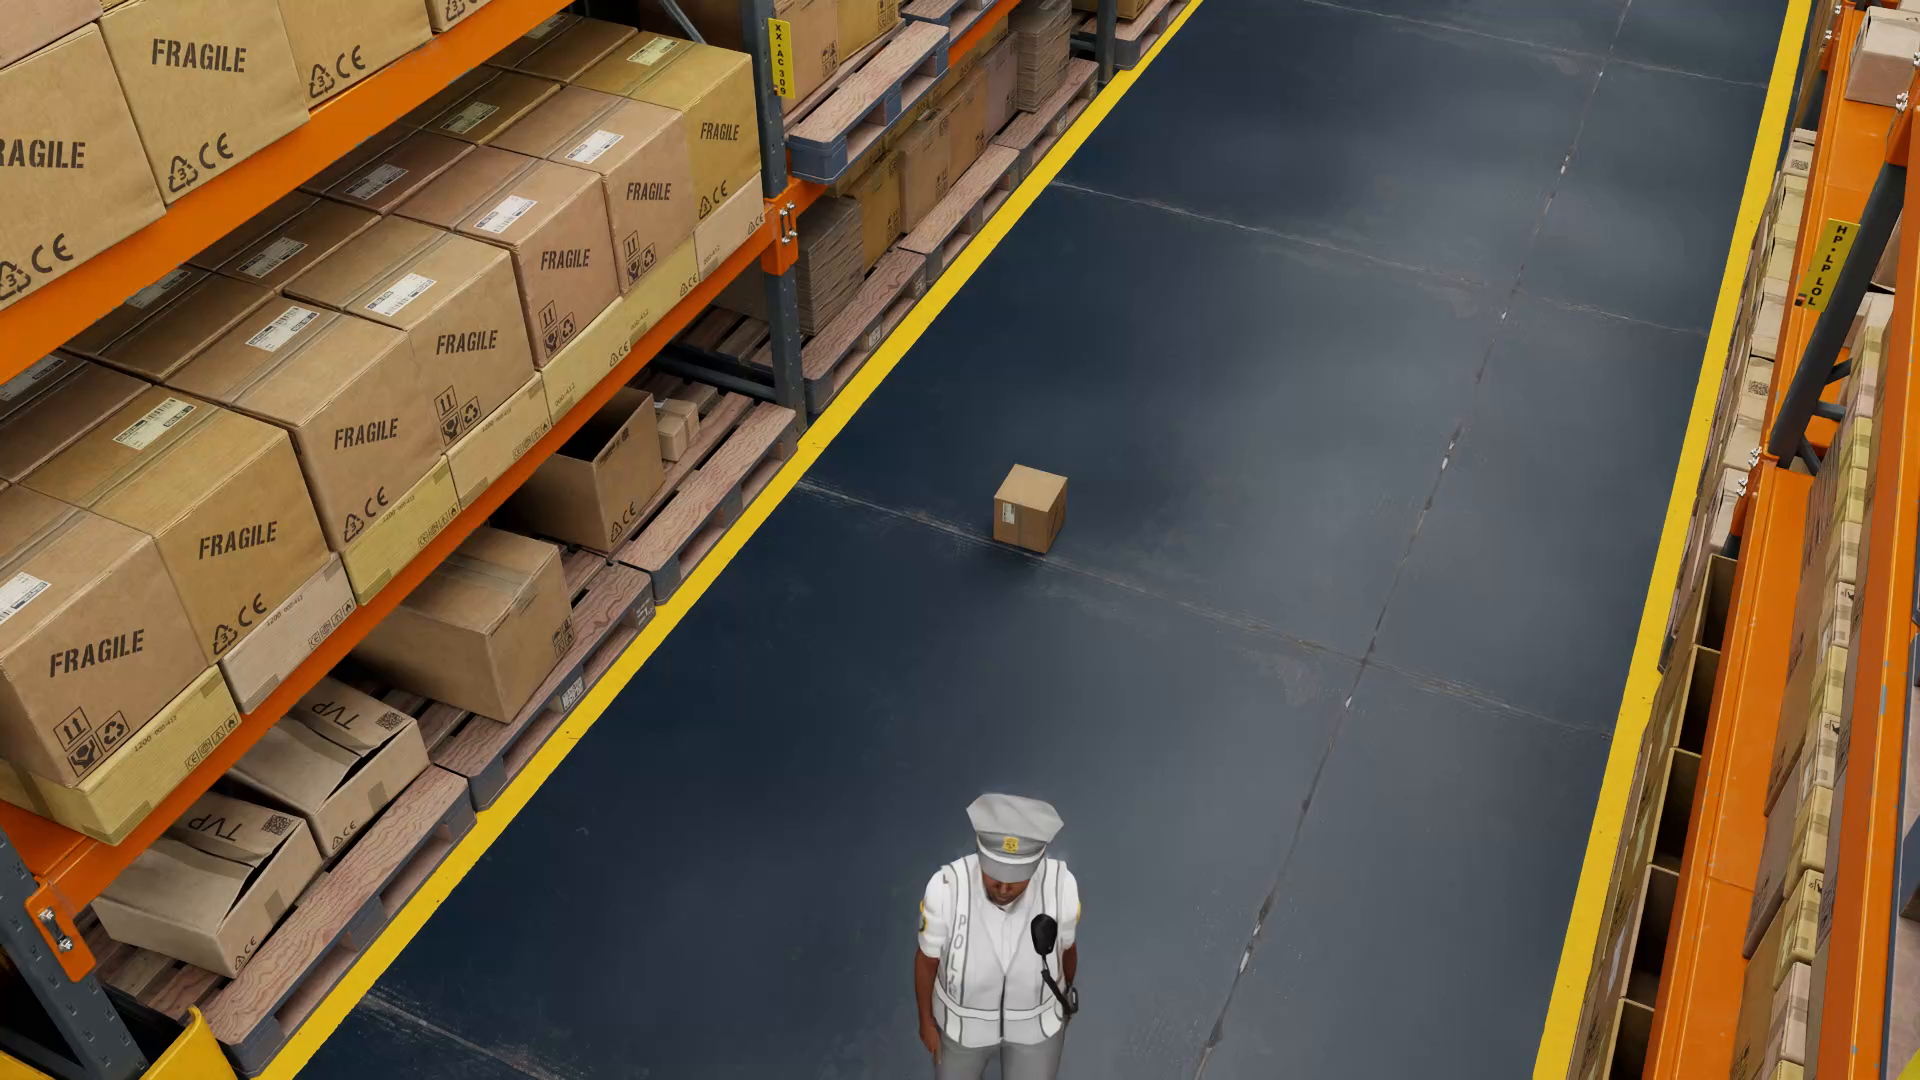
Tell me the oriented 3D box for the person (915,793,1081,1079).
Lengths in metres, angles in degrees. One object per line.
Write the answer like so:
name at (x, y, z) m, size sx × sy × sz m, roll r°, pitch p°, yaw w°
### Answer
person at (0.103, 1.285, 4.704) m, size 0.458 × 1.662 × 0.767 m, roll 0°, pitch 42°, yaw 0°
